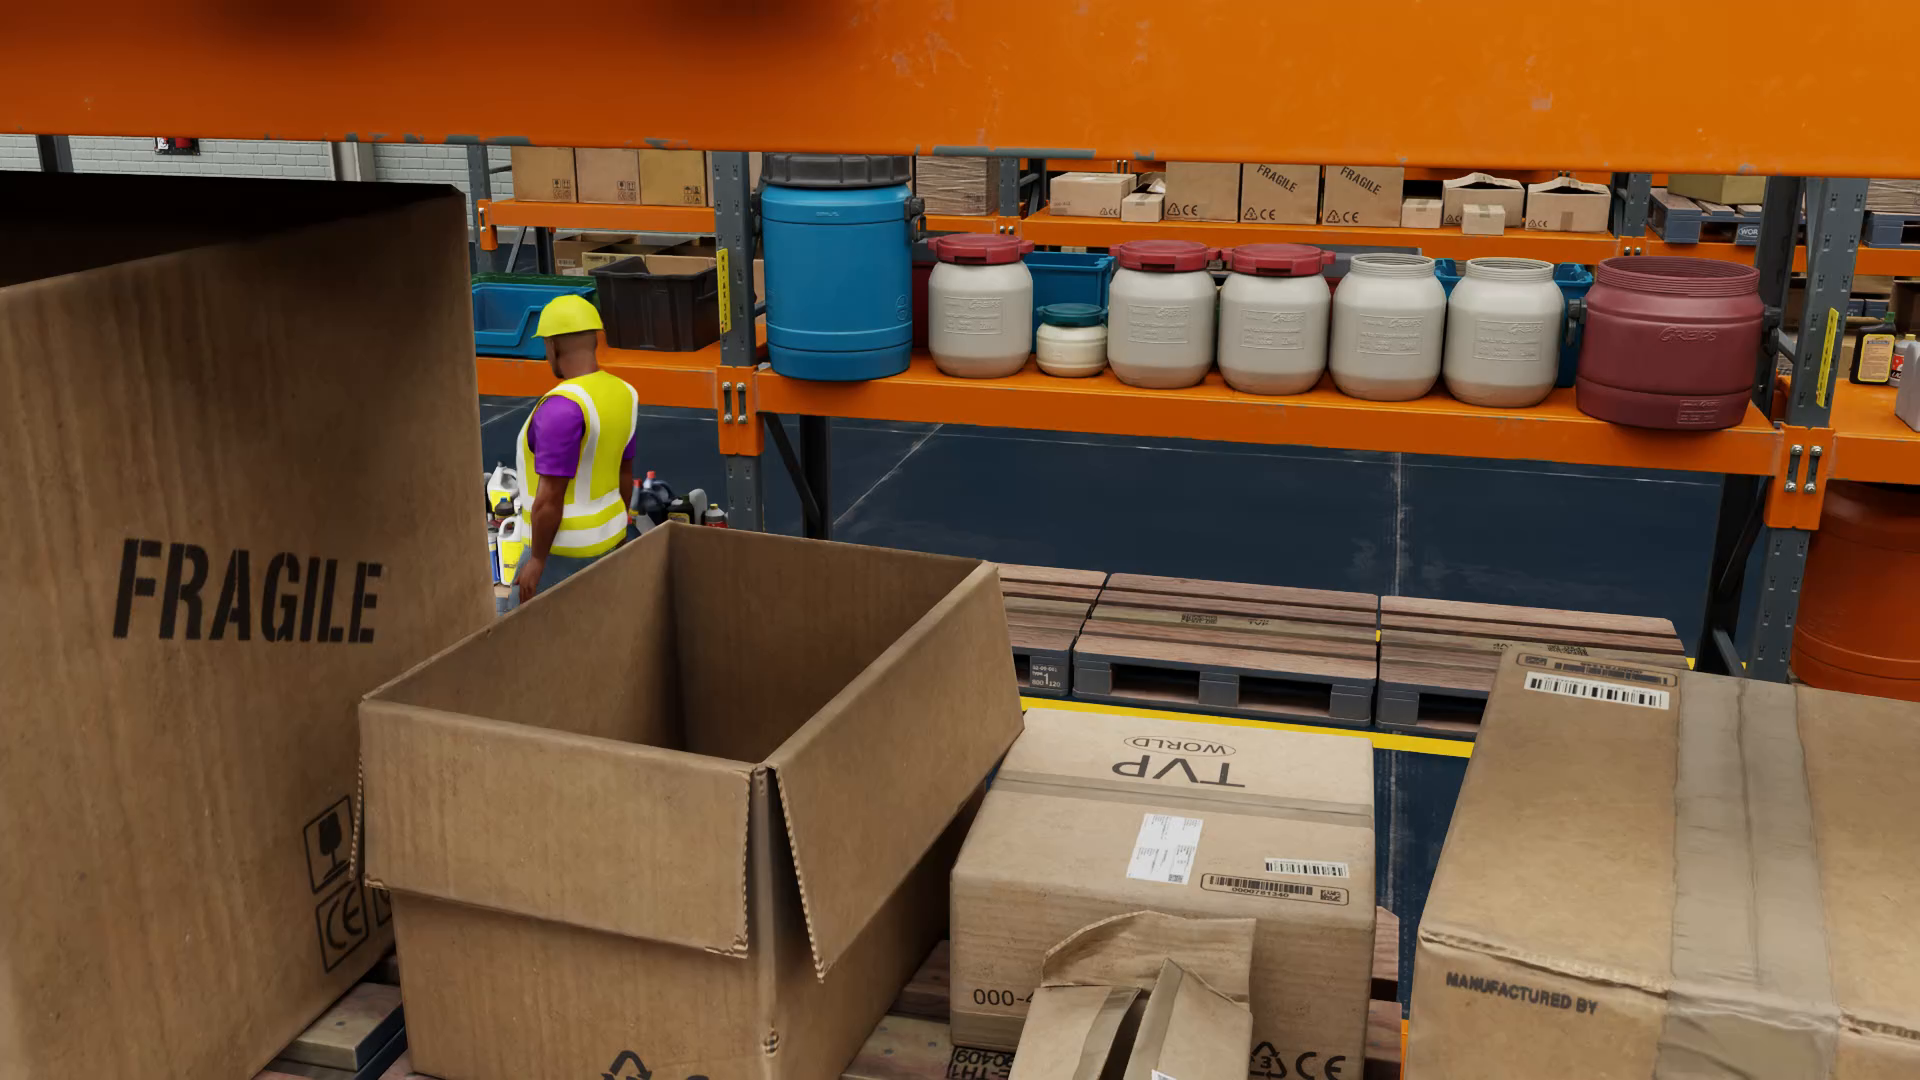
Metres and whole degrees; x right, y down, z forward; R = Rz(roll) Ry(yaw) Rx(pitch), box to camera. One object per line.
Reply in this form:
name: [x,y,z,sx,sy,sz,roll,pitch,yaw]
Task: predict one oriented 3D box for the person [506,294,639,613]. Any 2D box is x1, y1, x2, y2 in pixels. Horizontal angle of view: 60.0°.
person: [-1.428,0.012,5.942,0.659,1.764,0.631,4,19,13]
